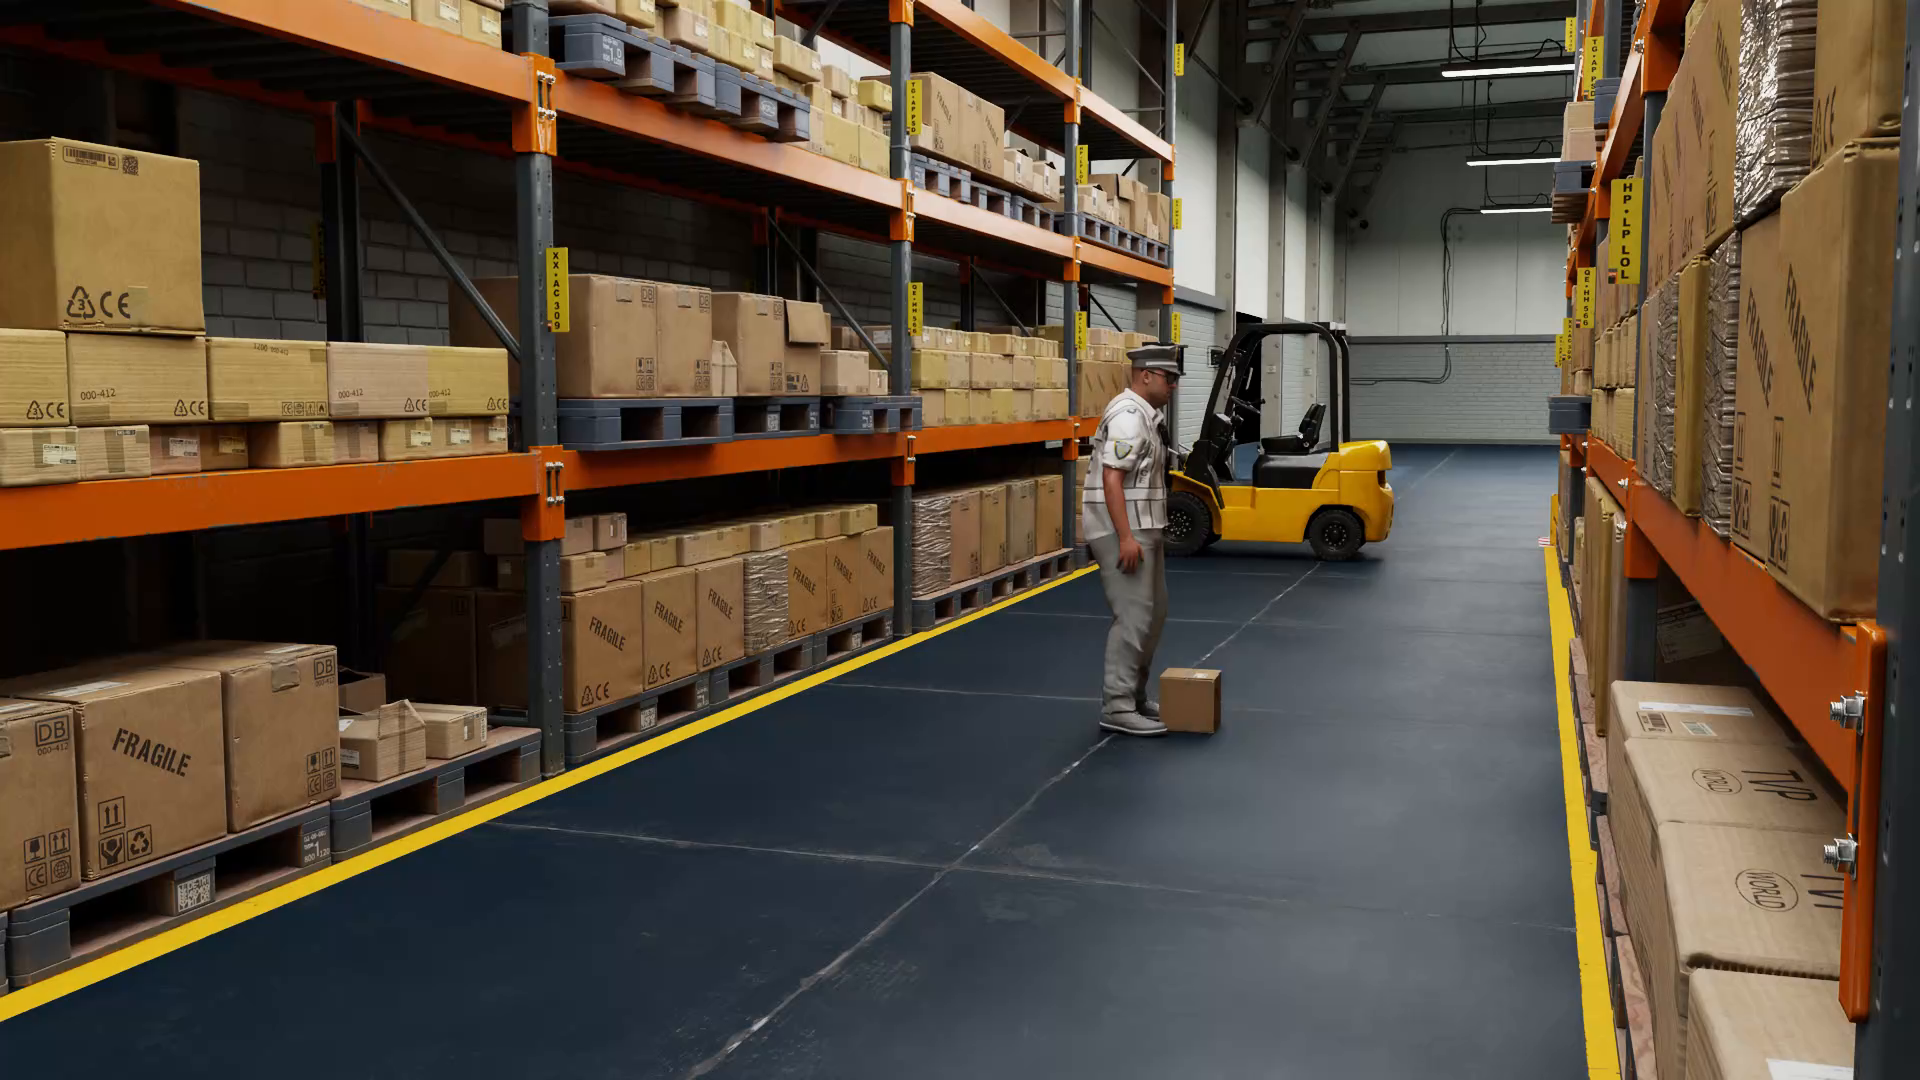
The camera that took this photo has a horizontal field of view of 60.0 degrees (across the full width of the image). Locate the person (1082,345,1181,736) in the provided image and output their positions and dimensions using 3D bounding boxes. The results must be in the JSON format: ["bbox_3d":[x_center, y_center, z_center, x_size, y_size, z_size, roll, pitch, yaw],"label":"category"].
[{"bbox_3d":[0.791,-0.017,7.646,0.438,1.747,0.584,2,5,18],"label":"person"}]
